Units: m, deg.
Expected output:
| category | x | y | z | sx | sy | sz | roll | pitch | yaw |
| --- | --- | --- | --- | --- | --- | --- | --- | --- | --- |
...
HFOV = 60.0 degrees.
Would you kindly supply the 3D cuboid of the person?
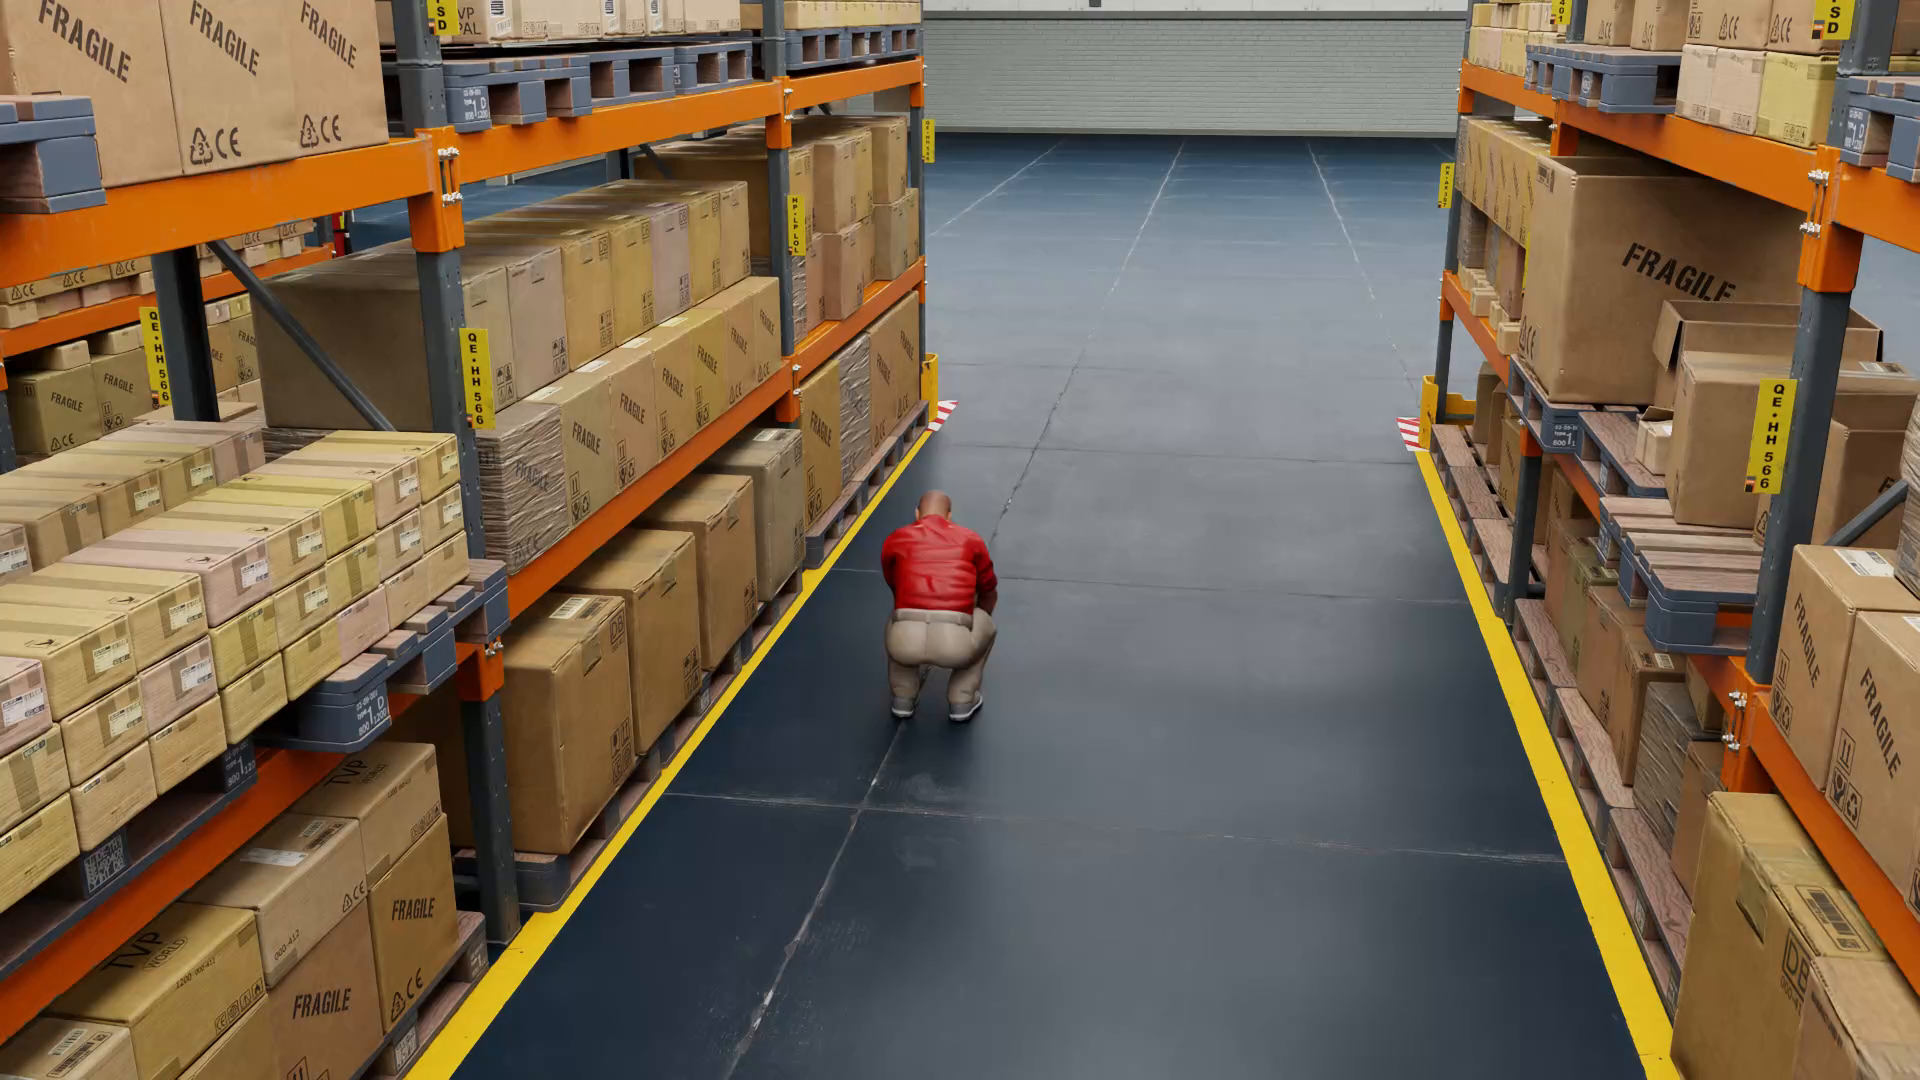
| category | x | y | z | sx | sy | sz | roll | pitch | yaw |
| --- | --- | --- | --- | --- | --- | --- | --- | --- | --- |
| person | -0.106 | 0.324 | 7.943 | 0.562 | 0.902 | 0.820 | 3 | 18 | 9 |
